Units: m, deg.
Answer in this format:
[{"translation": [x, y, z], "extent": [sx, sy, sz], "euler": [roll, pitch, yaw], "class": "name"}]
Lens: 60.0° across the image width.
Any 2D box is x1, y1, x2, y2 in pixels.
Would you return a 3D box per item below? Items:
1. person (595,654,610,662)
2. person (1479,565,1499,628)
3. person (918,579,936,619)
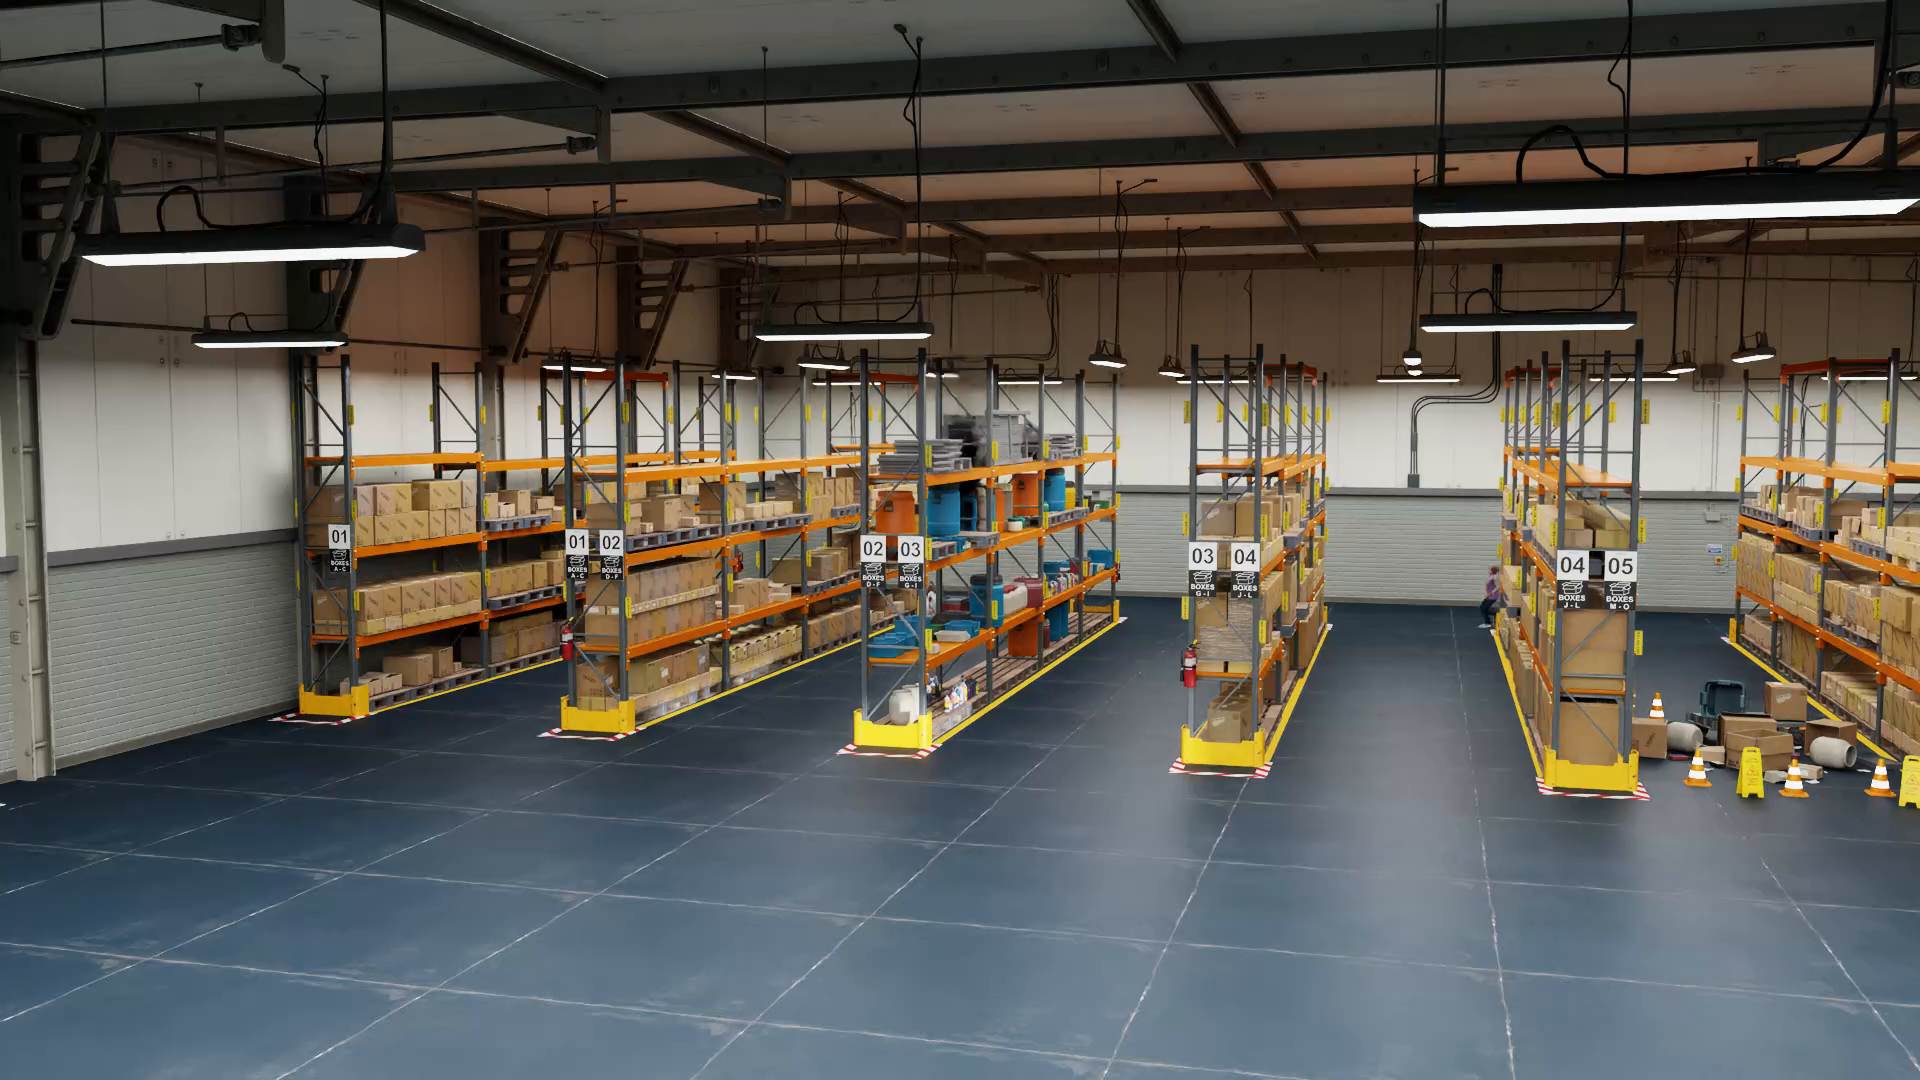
[{"translation": [-6.401, 1.971, 29.856], "extent": [0.521, 1.561, 0.570], "euler": [1, 4, 13], "class": "person"}, {"translation": [12.511, 1.338, 39.009], "extent": [0.528, 1.519, 0.603], "euler": [0, 4, 5], "class": "person"}, {"translation": [-0.630, 1.589, 32.721], "extent": [0.559, 1.669, 0.590], "euler": [1, 5, 19], "class": "person"}]
